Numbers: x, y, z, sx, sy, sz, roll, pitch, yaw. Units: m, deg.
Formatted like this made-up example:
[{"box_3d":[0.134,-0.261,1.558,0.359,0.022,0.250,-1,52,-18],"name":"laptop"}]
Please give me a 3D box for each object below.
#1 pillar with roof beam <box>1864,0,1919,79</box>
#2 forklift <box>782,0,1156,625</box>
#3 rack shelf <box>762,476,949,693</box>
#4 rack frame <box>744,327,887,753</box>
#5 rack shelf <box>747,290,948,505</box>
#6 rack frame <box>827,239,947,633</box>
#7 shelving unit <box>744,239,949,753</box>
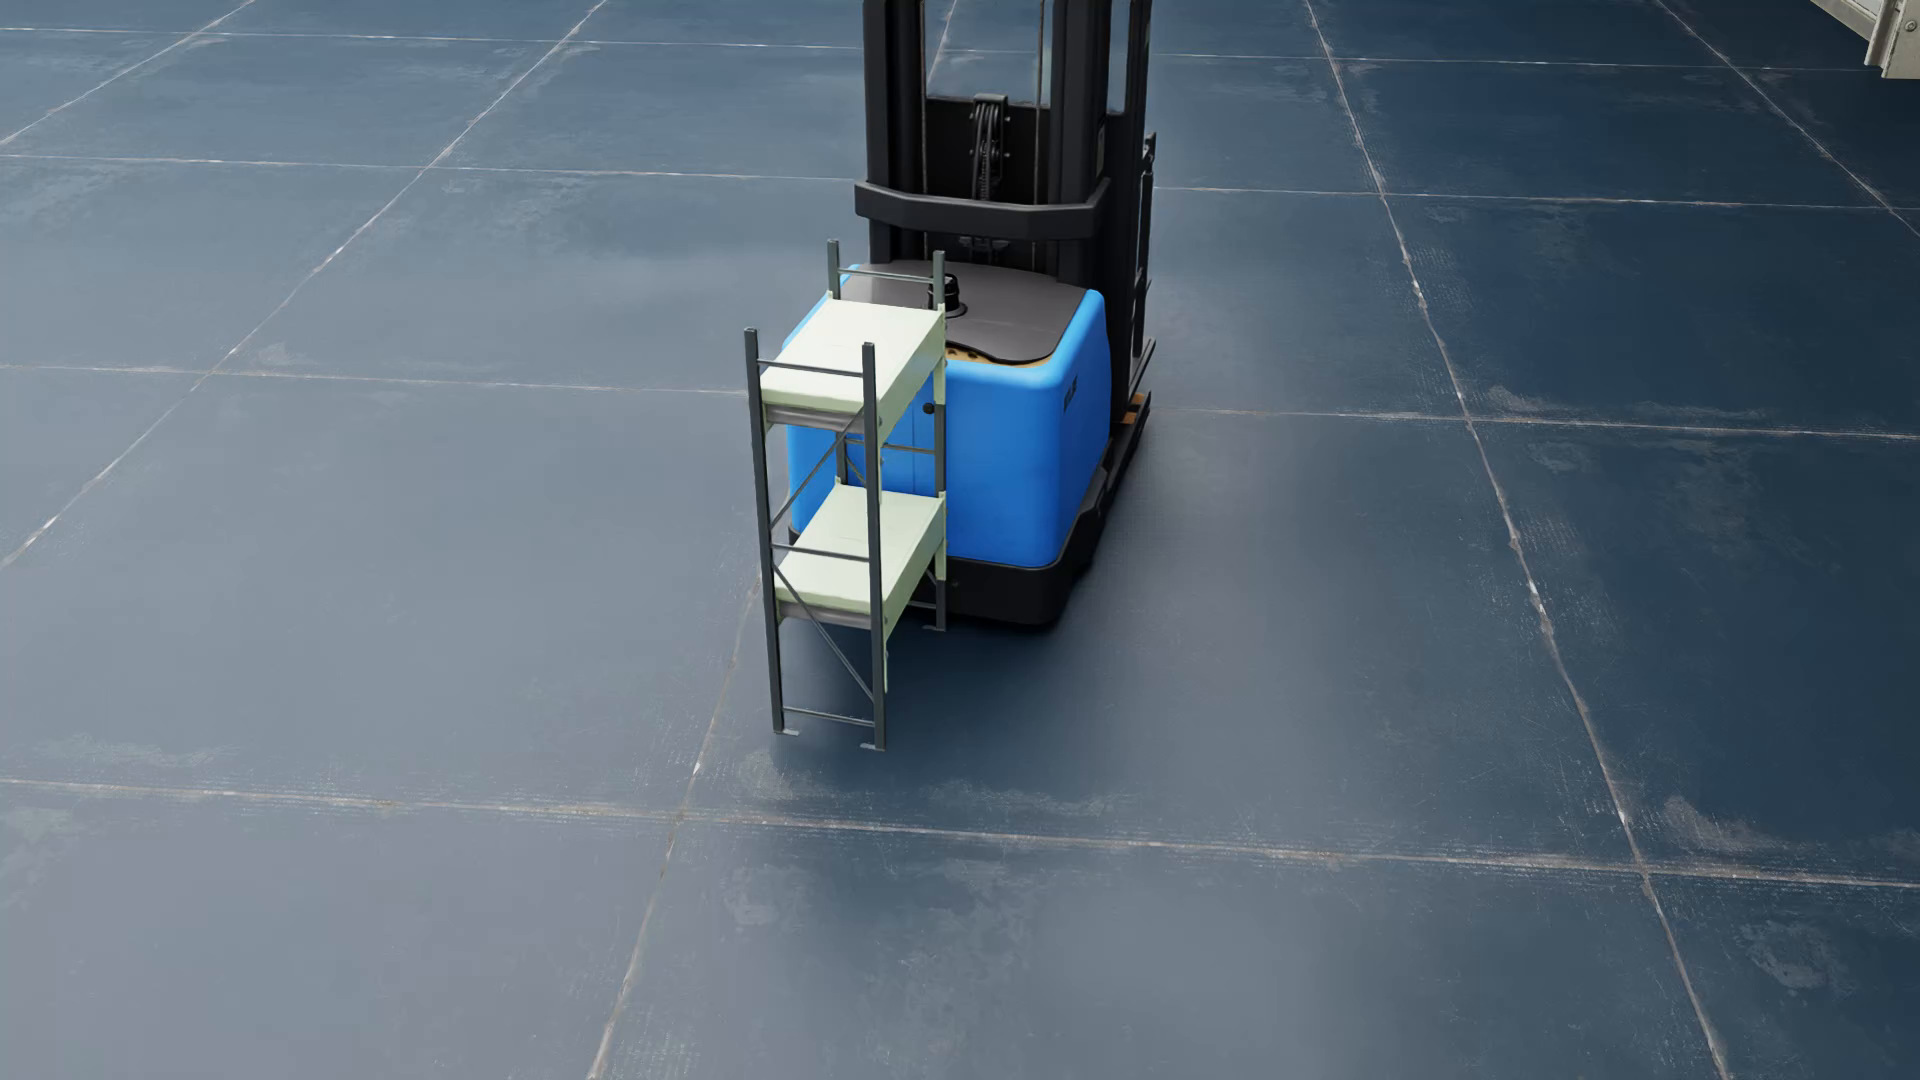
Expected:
[{"box_3d":[2.709,-7.526,10.385,9.100,9.000,0.400,2,32,4],"name":"pillar with roof beam"},{"box_3d":[0.242,-1.701,6.717,1.130,2.935,3.031,8,33,13],"name":"forklift"},{"box_3d":[-0.343,0.137,5.720,0.431,0.370,0.720,8,33,13],"name":"rack shelf"},{"box_3d":[-0.442,0.044,5.249,0.400,1.500,0.023,8,33,13],"name":"rack frame"},{"box_3d":[-0.343,-0.473,5.344,0.431,0.370,0.720,8,33,13],"name":"rack shelf"},{"box_3d":[-0.245,-0.326,5.849,0.400,1.500,0.023,8,33,13],"name":"rack frame"},{"box_3d":[-0.343,-0.141,5.549,0.431,1.500,0.755,8,33,13],"name":"shelving unit"}]
